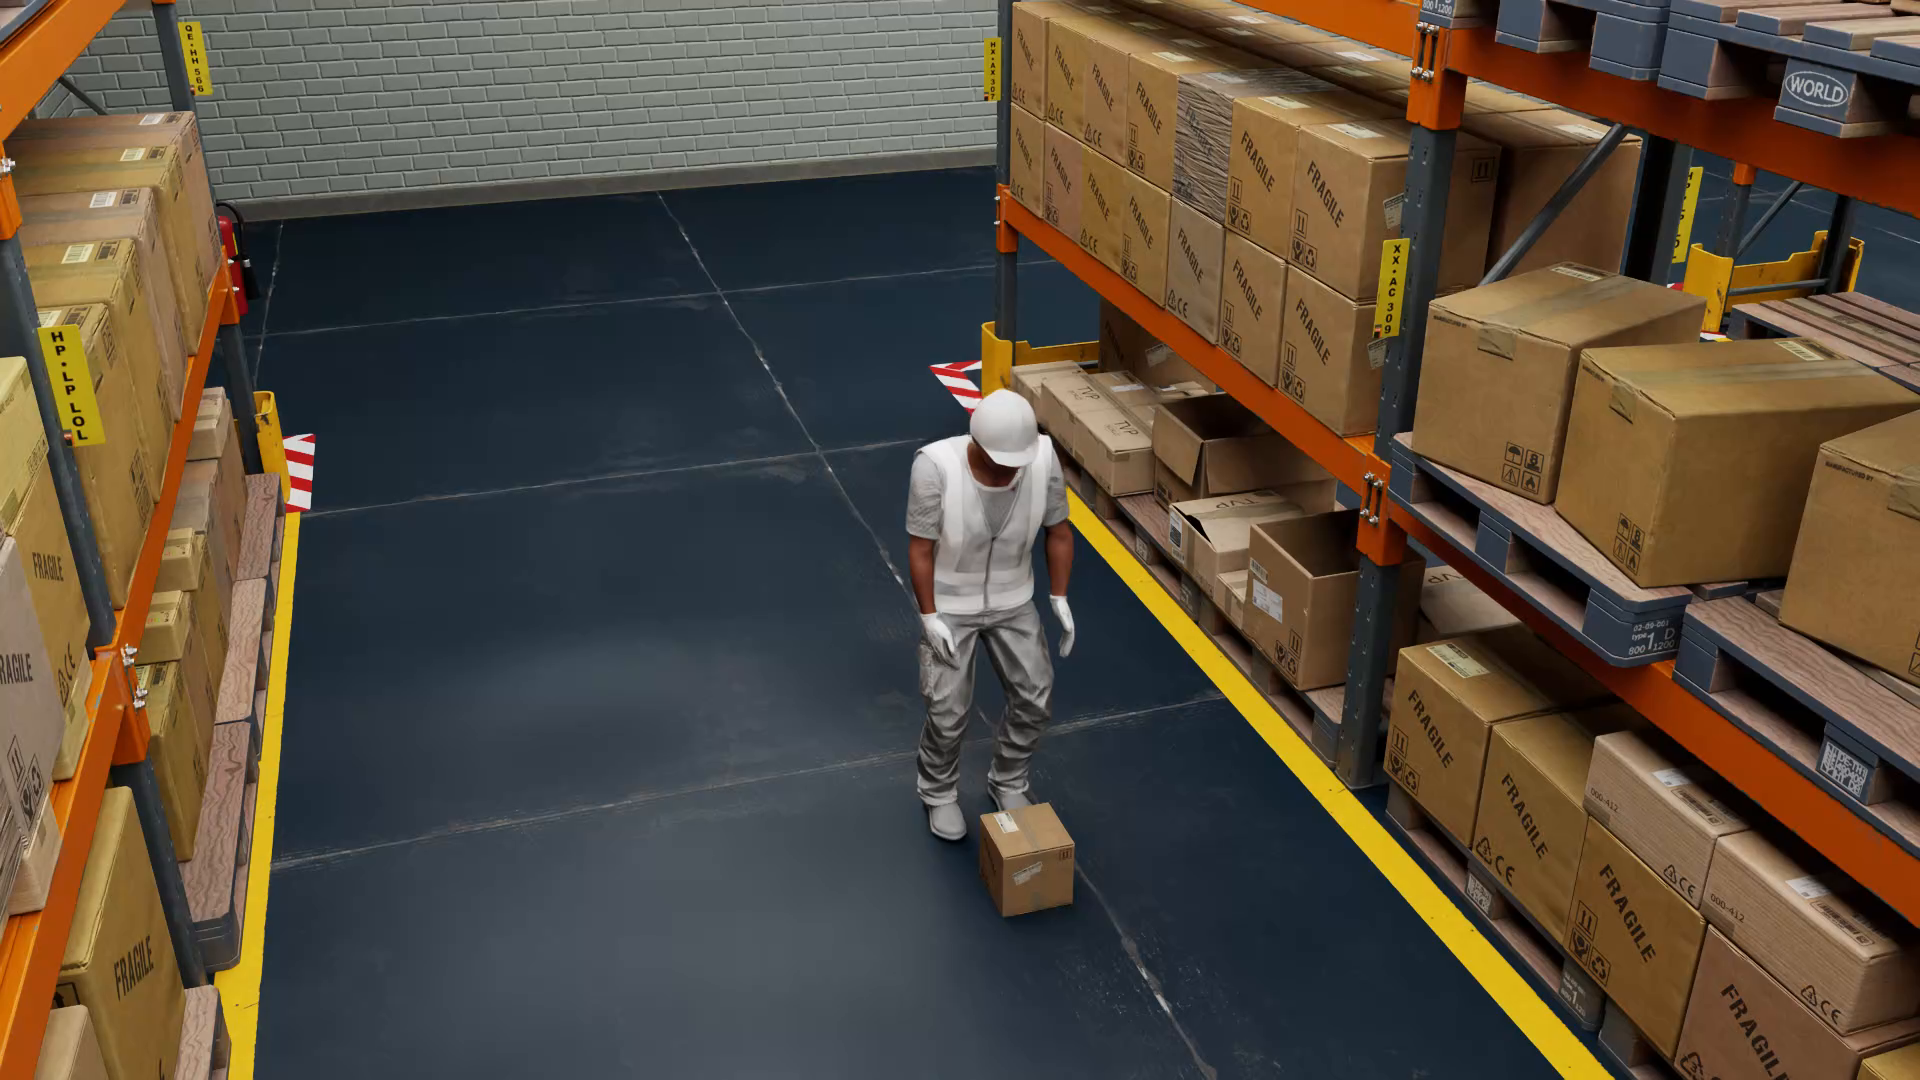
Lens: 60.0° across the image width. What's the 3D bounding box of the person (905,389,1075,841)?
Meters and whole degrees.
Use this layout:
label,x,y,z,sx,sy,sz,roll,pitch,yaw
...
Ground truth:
label,x,y,z,sx,sy,sz,roll,pitch,yaw
person,0.104,0.238,5.709,0.584,1.695,0.517,-7,27,-15
